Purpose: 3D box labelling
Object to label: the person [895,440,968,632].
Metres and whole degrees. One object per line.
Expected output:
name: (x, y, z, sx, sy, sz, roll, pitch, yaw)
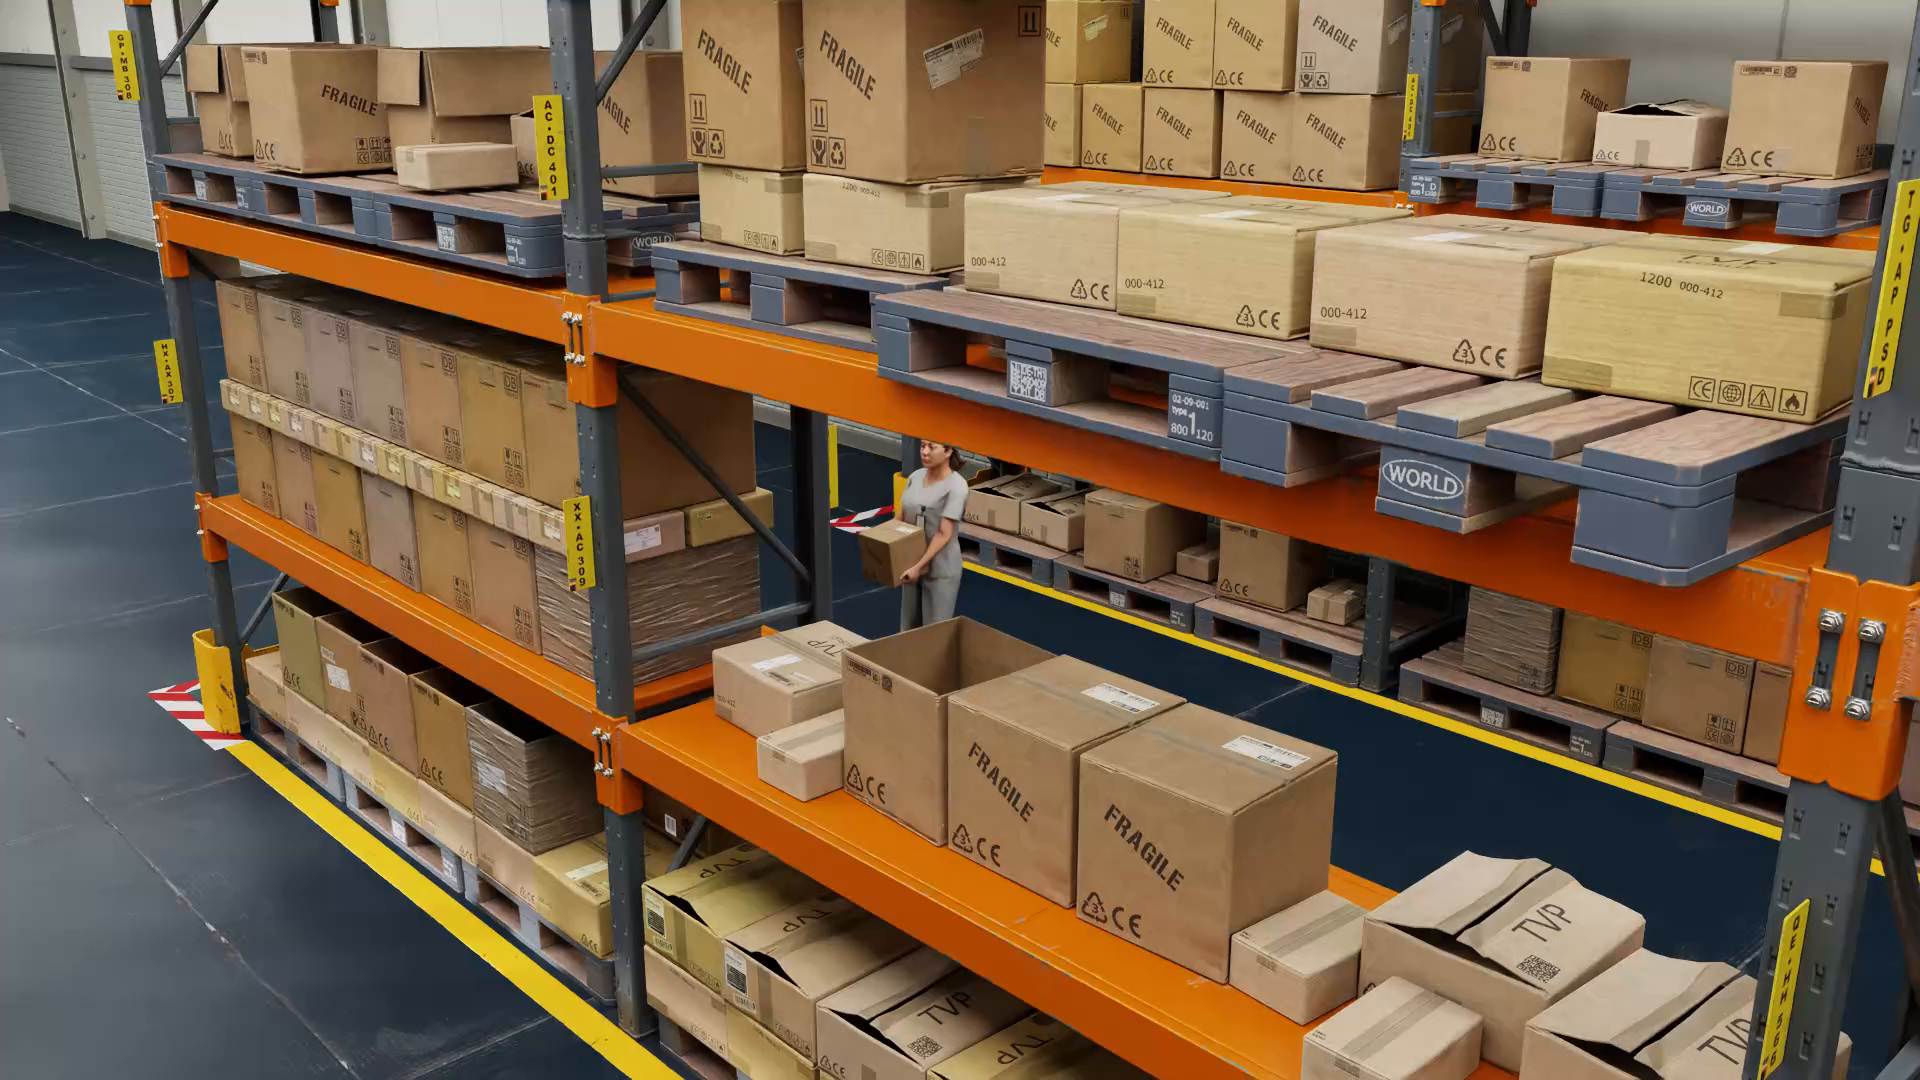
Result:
person: (-0.203, 0.198, 8.939, 0.548, 1.667, 0.434, -16, 23, -41)
